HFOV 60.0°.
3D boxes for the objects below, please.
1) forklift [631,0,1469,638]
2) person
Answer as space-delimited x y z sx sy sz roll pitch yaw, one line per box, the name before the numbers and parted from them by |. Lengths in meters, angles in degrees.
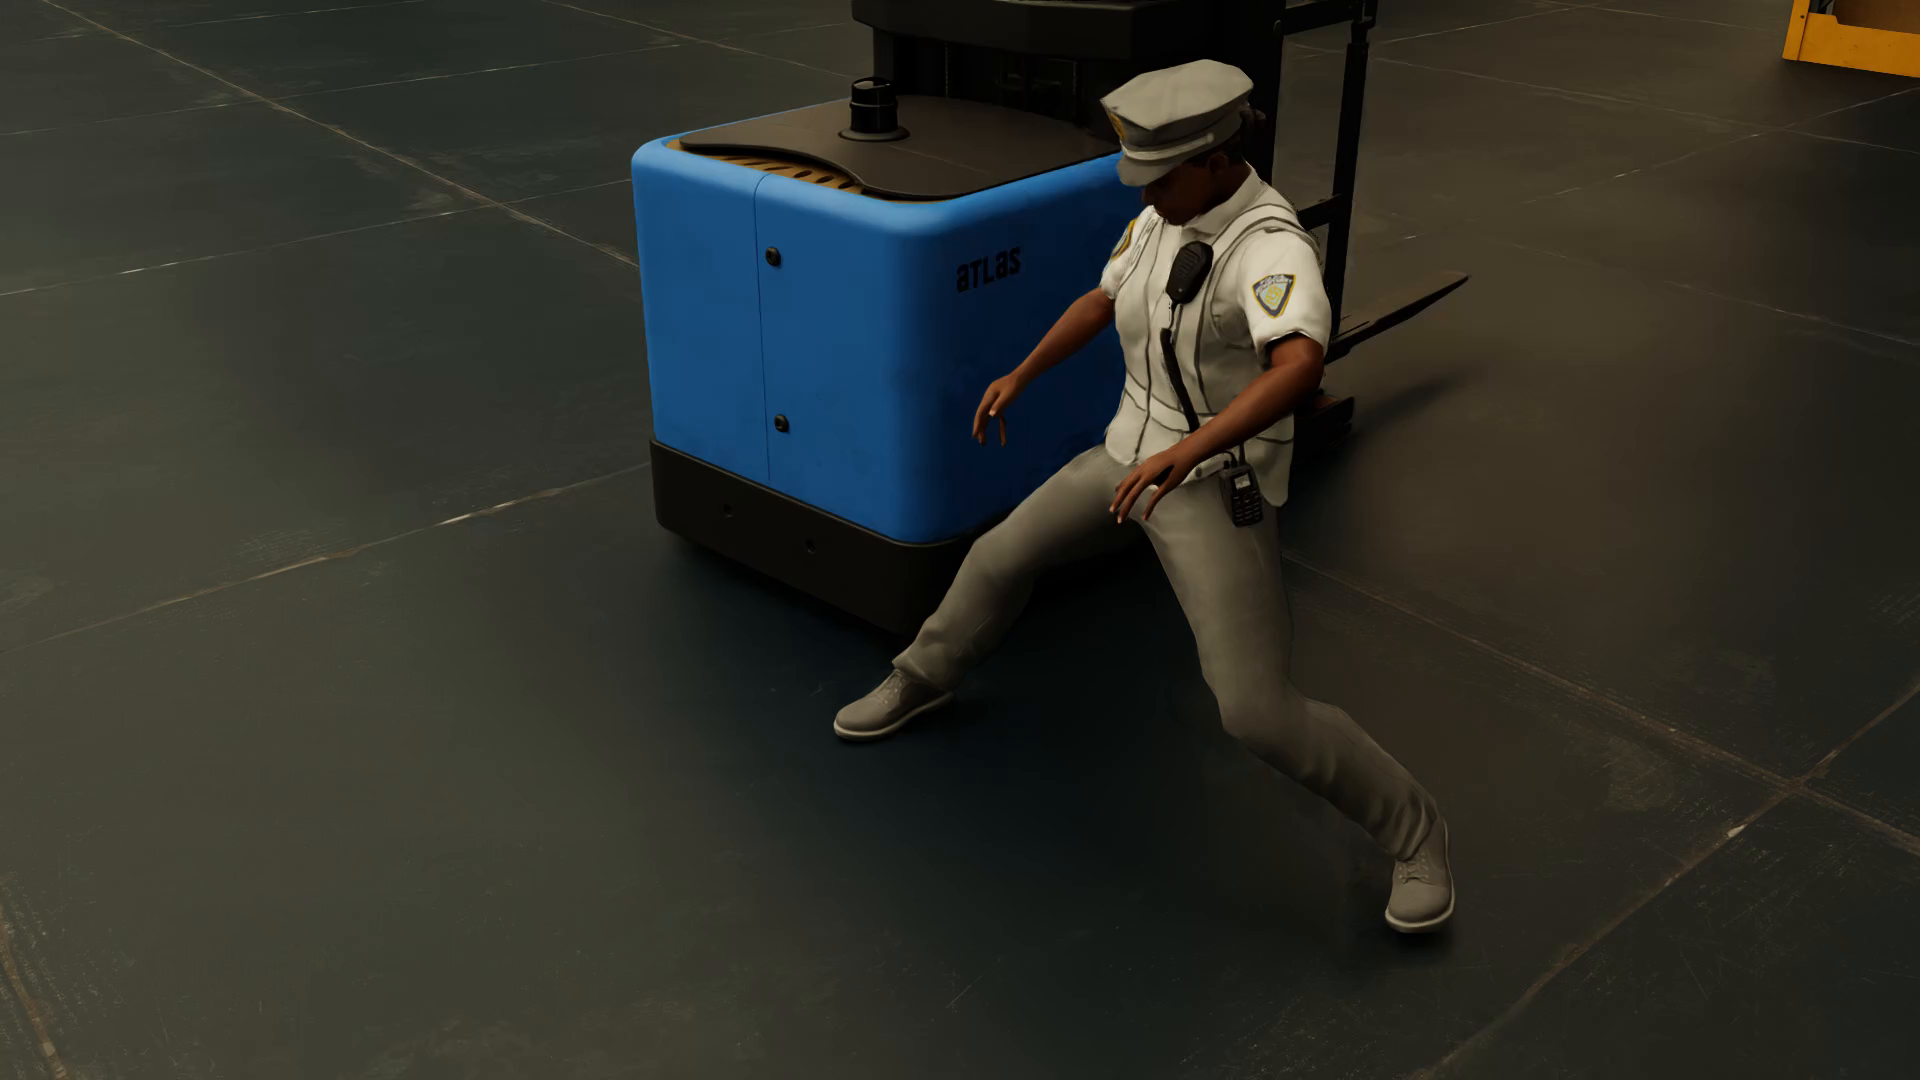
forklift | 0.544 -1.655 4.540 1.130 2.935 3.031 22 34 37
person | 0.350 -0.105 3.057 0.901 1.472 1.175 -12 29 -22
